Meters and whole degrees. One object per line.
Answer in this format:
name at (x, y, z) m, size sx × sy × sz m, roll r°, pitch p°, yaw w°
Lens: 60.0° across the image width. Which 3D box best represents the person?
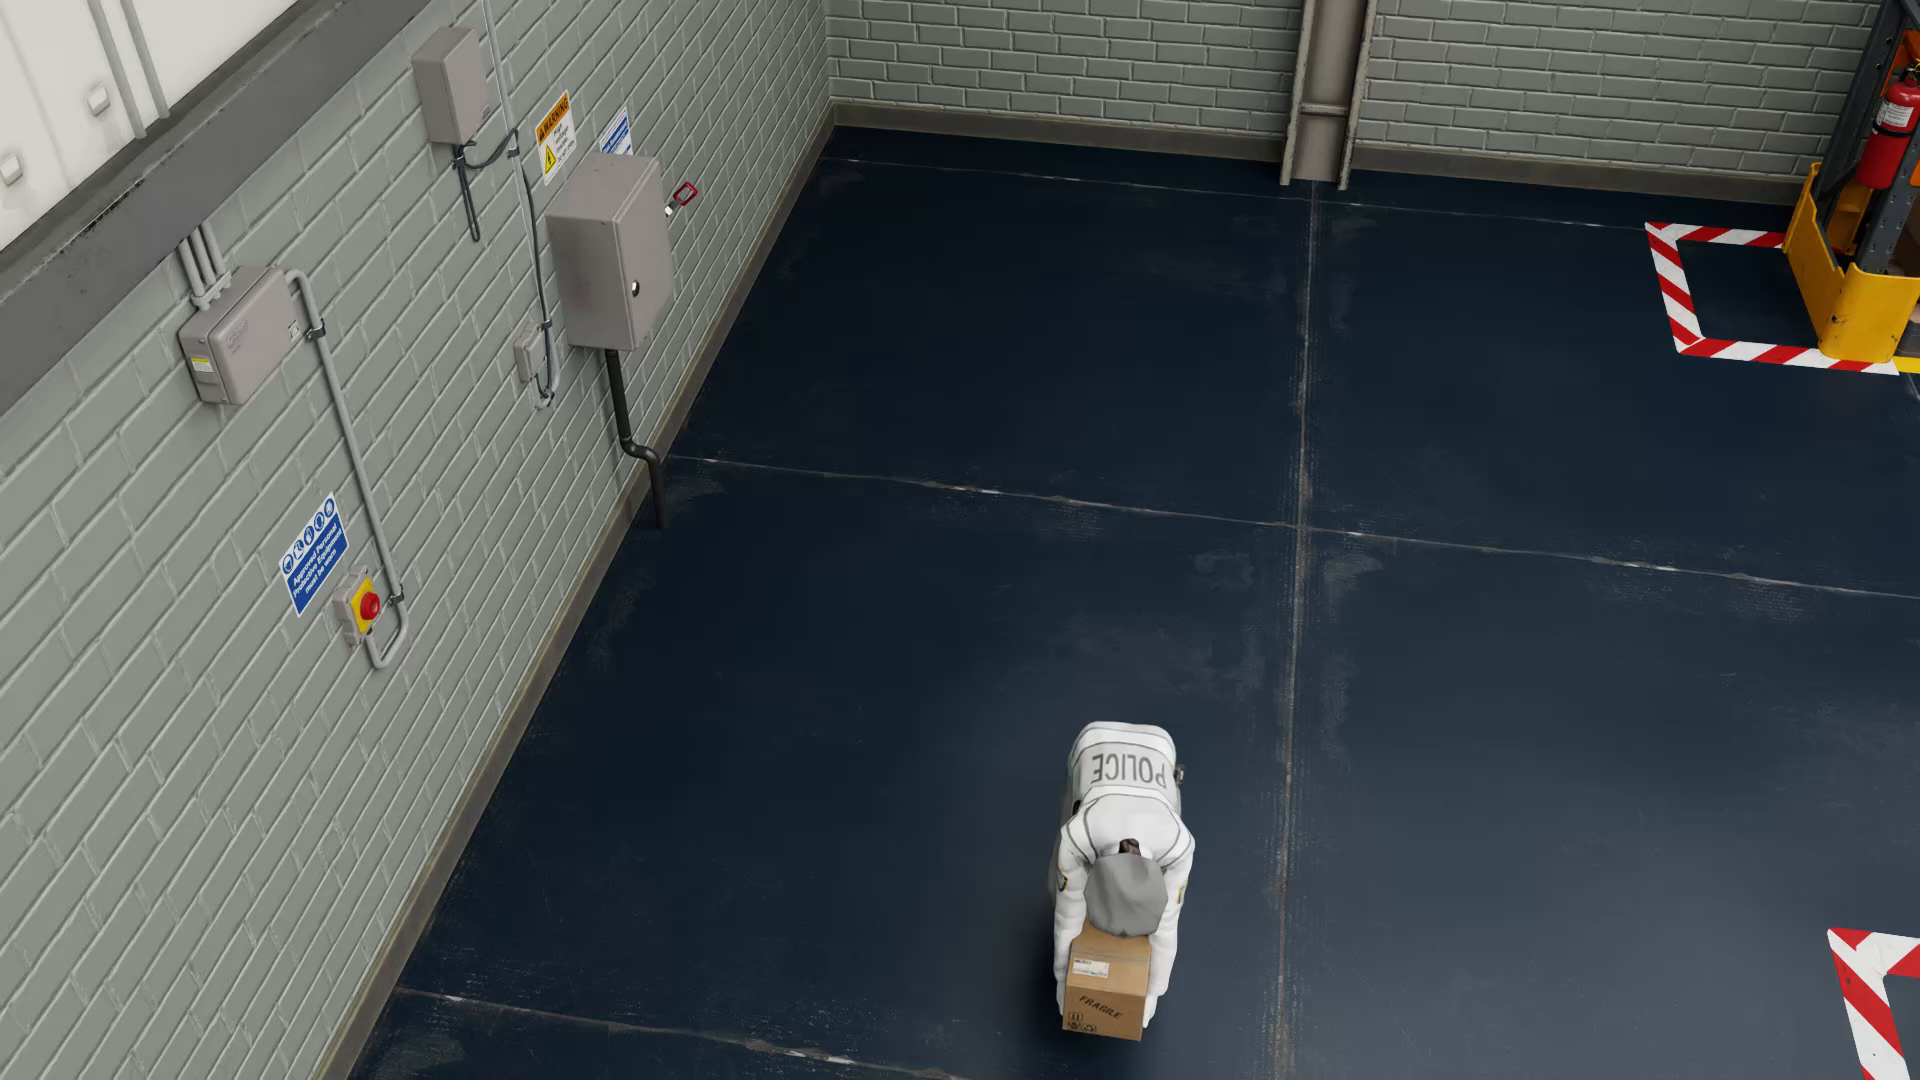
person at (0.510, 1.096, 5.426) m, size 0.454 × 0.963 × 0.863 m, roll 5°, pitch 41°, yaw 6°
